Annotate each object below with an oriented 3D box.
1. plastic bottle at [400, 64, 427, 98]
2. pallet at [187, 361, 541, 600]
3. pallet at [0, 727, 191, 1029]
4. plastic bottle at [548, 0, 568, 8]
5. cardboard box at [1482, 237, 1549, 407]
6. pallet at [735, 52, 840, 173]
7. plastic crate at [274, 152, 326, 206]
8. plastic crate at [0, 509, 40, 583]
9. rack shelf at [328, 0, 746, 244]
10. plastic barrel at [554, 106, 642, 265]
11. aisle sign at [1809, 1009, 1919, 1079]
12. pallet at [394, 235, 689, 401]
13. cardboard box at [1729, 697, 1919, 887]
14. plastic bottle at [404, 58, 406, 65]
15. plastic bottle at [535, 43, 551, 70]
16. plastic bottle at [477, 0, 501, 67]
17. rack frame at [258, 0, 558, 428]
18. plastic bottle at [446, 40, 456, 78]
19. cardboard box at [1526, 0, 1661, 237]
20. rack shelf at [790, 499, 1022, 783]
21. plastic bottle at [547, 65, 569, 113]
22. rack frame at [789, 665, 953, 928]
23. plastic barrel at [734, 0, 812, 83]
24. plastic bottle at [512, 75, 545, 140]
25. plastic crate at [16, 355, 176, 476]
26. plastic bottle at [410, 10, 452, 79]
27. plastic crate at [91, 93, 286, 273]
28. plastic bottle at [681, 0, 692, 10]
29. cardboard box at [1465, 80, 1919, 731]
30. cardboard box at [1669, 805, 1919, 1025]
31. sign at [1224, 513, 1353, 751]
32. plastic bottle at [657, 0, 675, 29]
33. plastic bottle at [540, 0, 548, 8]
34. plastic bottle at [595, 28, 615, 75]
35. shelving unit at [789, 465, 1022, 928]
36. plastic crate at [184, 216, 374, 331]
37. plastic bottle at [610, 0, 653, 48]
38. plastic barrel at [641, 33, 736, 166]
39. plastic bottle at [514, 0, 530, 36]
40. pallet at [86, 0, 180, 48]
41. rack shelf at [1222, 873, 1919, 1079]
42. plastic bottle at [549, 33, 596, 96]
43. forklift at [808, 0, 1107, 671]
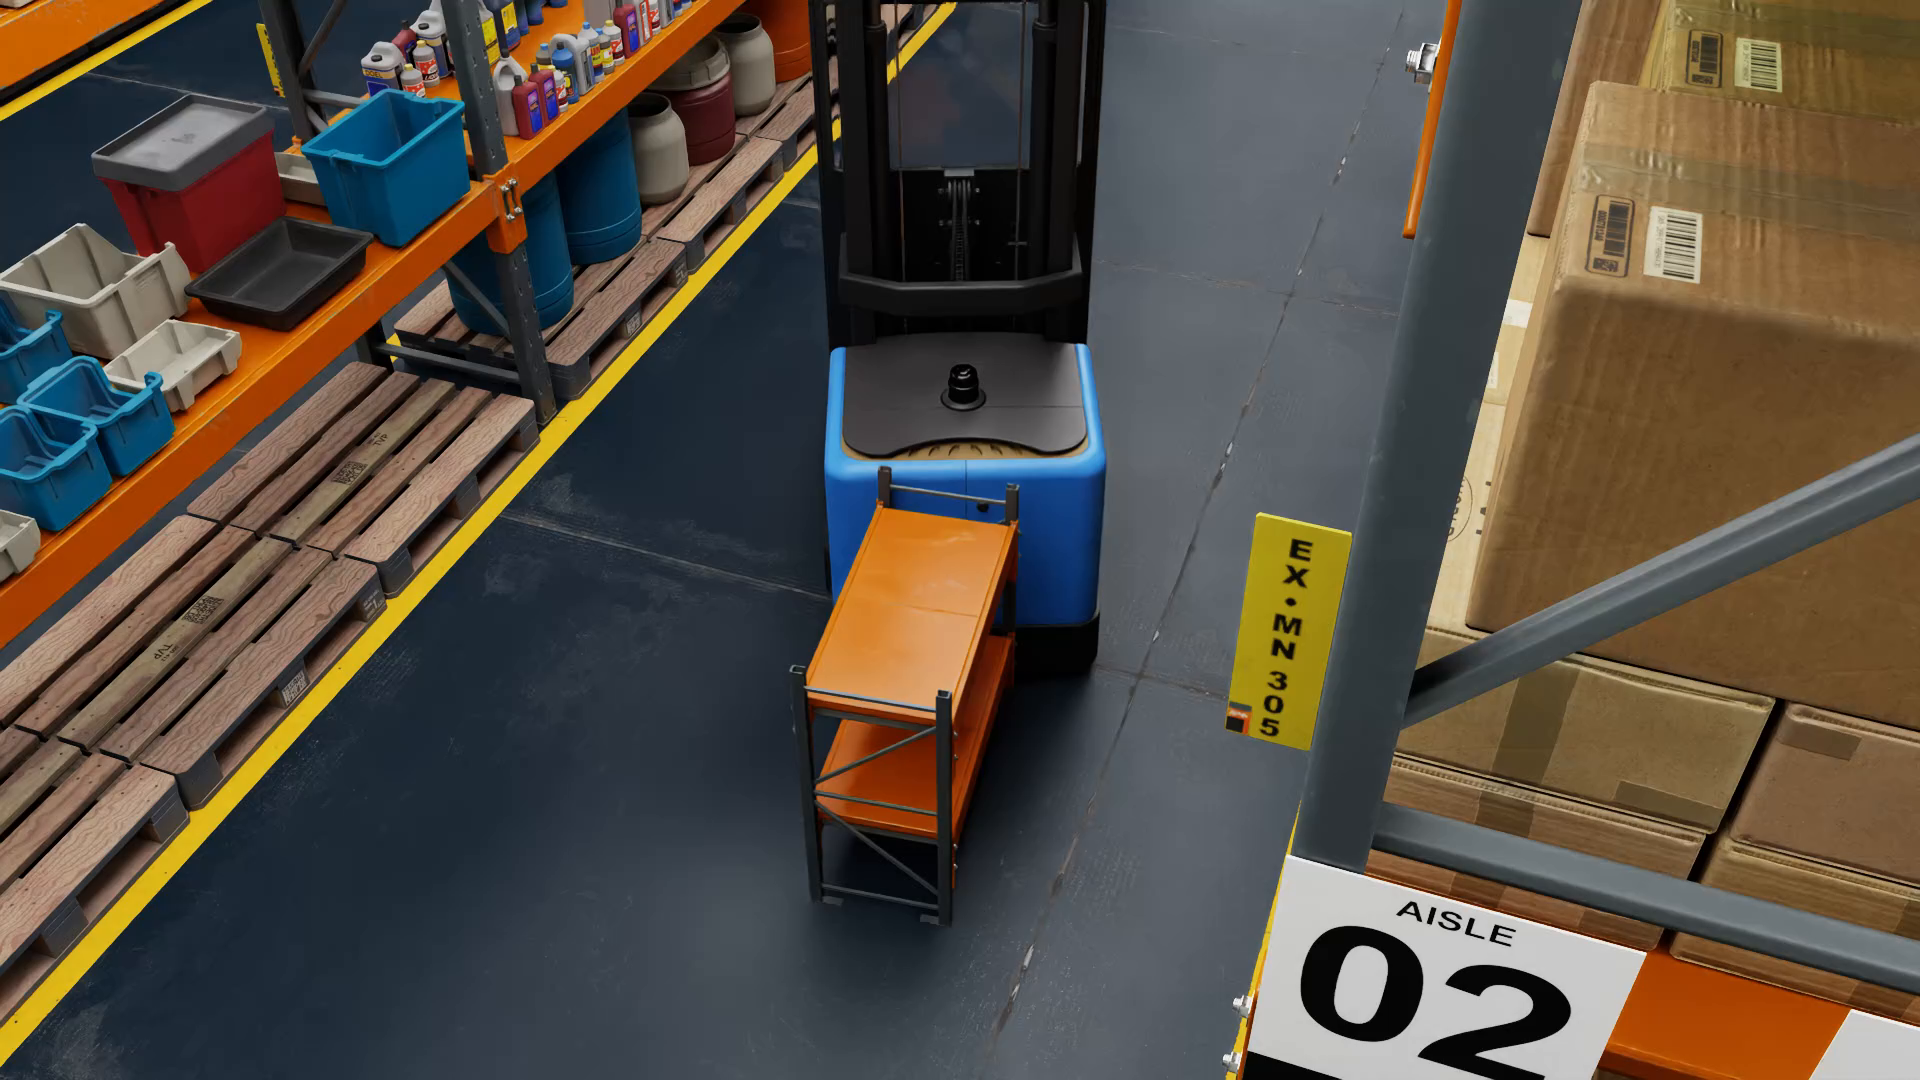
[{"bbox_3d":[-2.461,-2.041,7.484,0.097,0.201,0.097,0,40,0],"label":"plastic bottle"},{"bbox_3d":[-2.630,-0.303,7.443,1.003,0.211,1.213,13,42,15],"label":"pallet"},{"bbox_3d":[-3.465,1.185,5.698,1.003,0.211,1.213,13,42,15],"label":"pallet"},{"bbox_3d":[-2.038,-2.822,8.345,0.097,0.271,0.097,0,40,0],"label":"plastic bottle"},{"bbox_3d":[0.977,-0.229,2.626,0.500,0.250,0.500,13,42,15],"label":"cardboard box"},{"bbox_3d":[-1.278,-2.710,10.263,1.003,0.211,1.213,13,42,15],"label":"pallet"},{"bbox_3d":[-2.709,-1.491,6.844,0.396,0.136,0.243,13,42,15],"label":"plastic crate"},{"bbox_3d":[-2.970,0.028,5.063,0.250,0.136,0.298,13,42,15],"label":"plastic crate"},{"bbox_3d":[-1.732,-2.767,8.737,1.077,0.370,4.000,13,42,15],"label":"rack shelf"},{"bbox_3d":[-1.971,-1.942,8.509,0.600,0.901,0.708,13,42,15],"label":"plastic barrel"},{"bbox_3d":[1.123,0.838,1.954,0.394,0.787,0.004,13,42,15],"label":"aisle sign"},{"bbox_3d":[-2.112,-1.221,8.519,1.003,0.211,1.213,13,42,15],"label":"pallet"},{"bbox_3d":[1.290,0.191,2.135,0.500,0.250,0.500,13,42,15],"label":"cardboard box"},{"bbox_3d":[-2.571,-2.134,7.594,0.097,0.201,0.097,0,40,0],"label":"plastic bottle"},{"bbox_3d":[-1.898,-2.183,7.650,0.097,0.201,0.097,0,40,0],"label":"plastic bottle"},{"bbox_3d":[-2.273,-2.403,7.794,0.144,0.351,0.185,13,42,15],"label":"plastic bottle"},{"bbox_3d":[-2.416,-1.821,7.073,1.000,3.000,0.127,13,42,15],"label":"rack frame"},{"bbox_3d":[-2.336,-2.264,7.746,0.097,0.201,0.097,0,40,0],"label":"plastic bottle"},{"bbox_3d":[1.351,-0.771,2.684,0.700,0.500,0.500,13,42,15],"label":"cardboard box"},{"bbox_3d":[-0.157,0.310,5.569,0.538,0.278,1.000,9,41,10],"label":"rack shelf"},{"bbox_3d":[-1.821,-2.030,7.471,0.097,0.201,0.097,0,40,0],"label":"plastic bottle"},{"bbox_3d":[-0.272,0.854,5.382,0.500,1.125,0.032,9,41,10],"label":"rack frame"},{"bbox_3d":[-1.199,-3.293,10.147,0.600,0.830,0.708,13,42,15],"label":"plastic barrel"},{"bbox_3d":[-1.889,-1.906,7.262,0.061,0.283,0.133,13,42,15],"label":"plastic bottle"},{"bbox_3d":[-2.837,-0.404,5.495,0.416,0.233,0.300,13,42,15],"label":"plastic crate"},{"bbox_3d":[-2.460,-2.309,7.741,0.152,0.276,0.135,13,42,15],"label":"plastic bottle"},{"bbox_3d":[-2.957,-1.379,6.460,0.402,0.464,0.583,13,42,15],"label":"plastic crate"},{"bbox_3d":[-1.405,-2.800,8.320,0.097,0.271,0.097,0,40,0],"label":"plastic bottle"},{"bbox_3d":[1.030,-0.156,1.963,0.700,0.500,0.500,13,42,15],"label":"cardboard box"},{"bbox_3d":[1.285,0.379,2.299,0.500,0.250,0.500,13,42,15],"label":"cardboard box"},{"bbox_3d":[0.355,0.107,1.820,0.100,0.325,0.005,13,42,15],"label":"sign"},{"bbox_3d":[-1.503,-2.678,8.173,0.152,0.276,0.135,13,42,15],"label":"plastic bottle"},{"bbox_3d":[-2.162,-2.840,8.363,0.152,0.276,0.135,13,42,15],"label":"plastic bottle"},{"bbox_3d":[-1.675,-2.290,7.776,0.097,0.201,0.097,0,40,0],"label":"plastic bottle"},{"bbox_3d":[-0.157,0.533,5.759,0.538,1.125,1.048,9,41,10],"label":"shelving unit"},{"bbox_3d":[-2.546,-0.997,6.273,0.437,0.125,0.590,13,42,15],"label":"plastic crate"},{"bbox_3d":[-1.583,-2.536,8.007,0.152,0.276,0.135,13,42,15],"label":"plastic bottle"},{"bbox_3d":[-1.585,-2.512,9.418,0.600,0.588,0.708,13,42,15],"label":"plastic barrel"},{"bbox_3d":[-2.164,-2.598,8.083,0.097,0.271,0.097,0,40,0],"label":"plastic bottle"},{"bbox_3d":[-6.042,-3.835,11.582,1.003,0.211,1.213,13,42,15],"label":"pallet"},{"bbox_3d":[1.554,-0.367,3.612,1.077,0.370,4.000,13,42,15],"label":"rack shelf"},{"bbox_3d":[-1.774,-2.195,7.607,0.152,0.276,0.135,13,42,15],"label":"plastic bottle"},{"bbox_3d":[-0.017,-1.523,6.777,1.130,2.935,3.031,-1,40,-1],"label":"forklift"}]
